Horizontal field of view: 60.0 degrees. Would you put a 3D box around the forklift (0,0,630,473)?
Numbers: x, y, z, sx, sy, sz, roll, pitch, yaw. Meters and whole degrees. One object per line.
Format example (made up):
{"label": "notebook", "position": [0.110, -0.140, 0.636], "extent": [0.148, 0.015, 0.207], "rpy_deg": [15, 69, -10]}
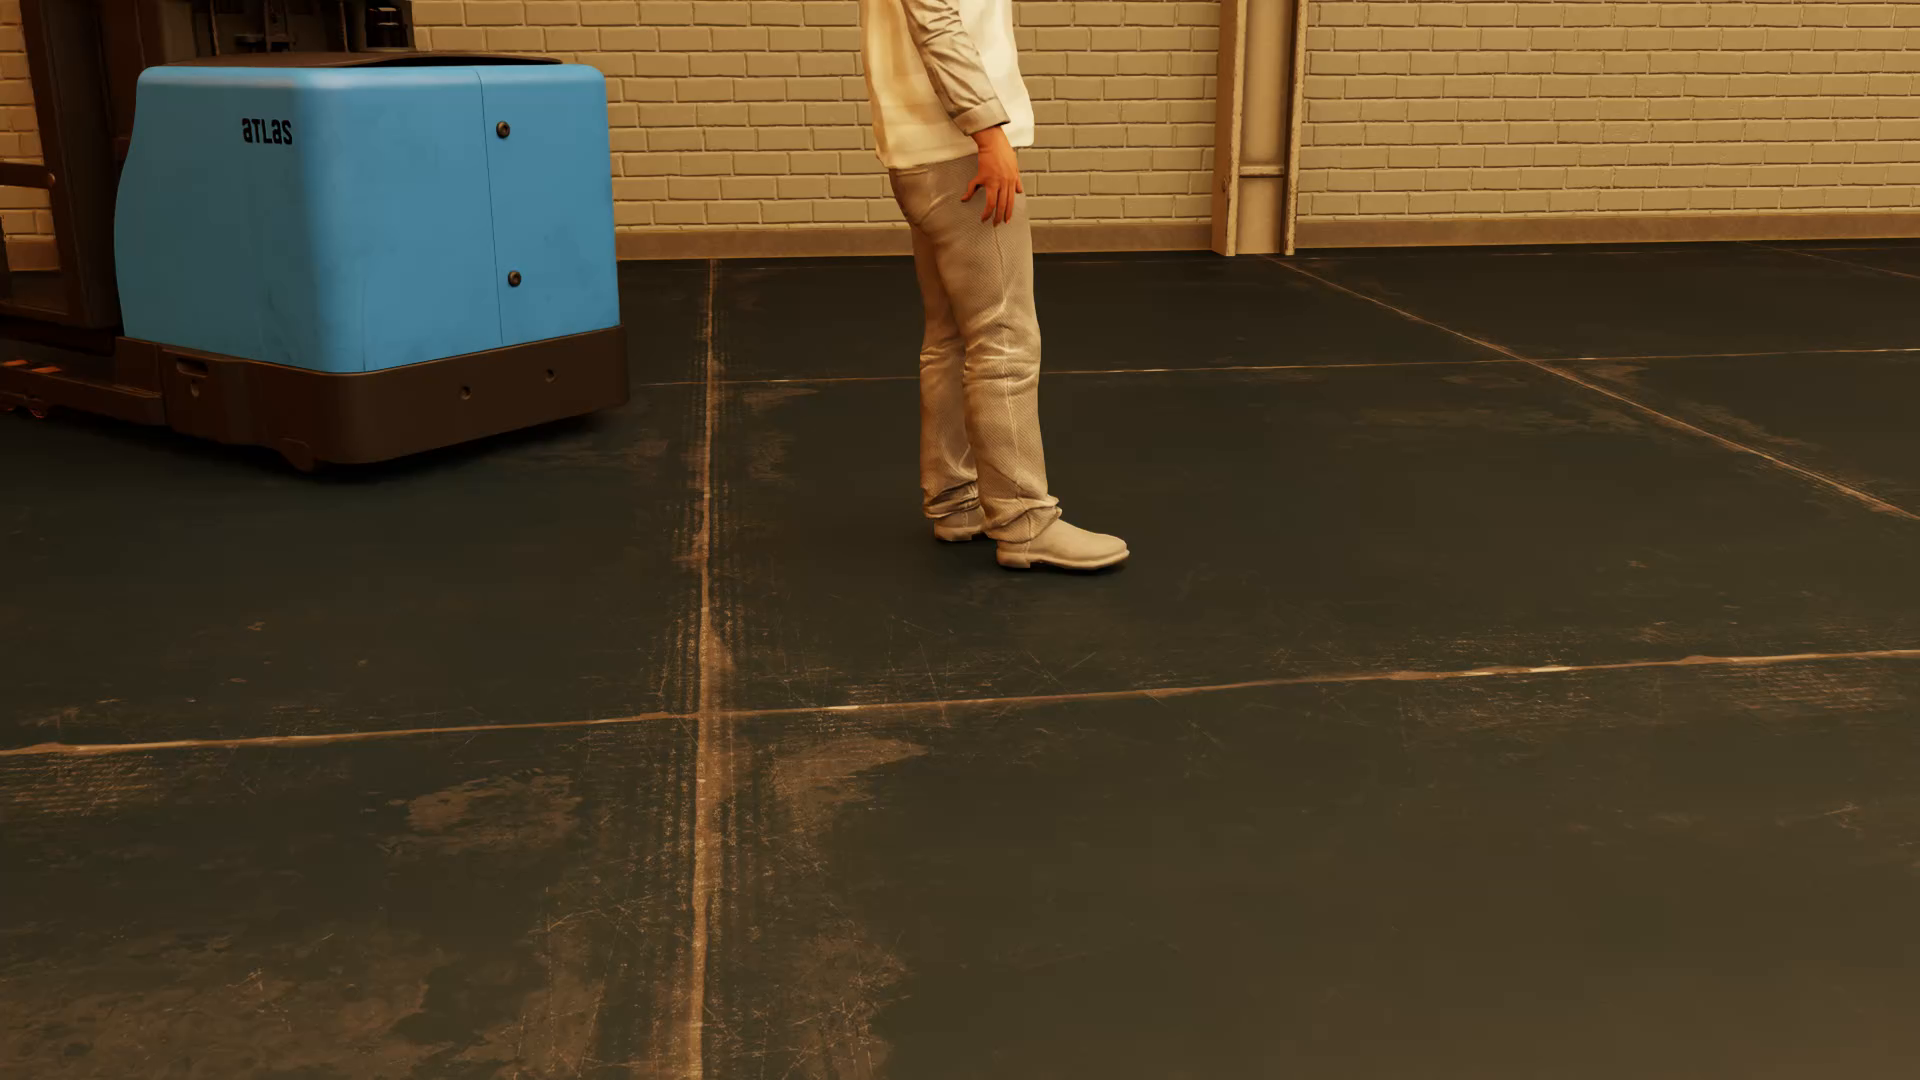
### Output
{"label": "forklift", "position": [-2.519, -1.896, 5.177], "extent": [3.031, 2.935, 1.130], "rpy_deg": [11, 20, 33]}

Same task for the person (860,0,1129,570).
{"label": "person", "position": [0.064, -0.857, 3.710], "extent": [0.565, 1.776, 0.634], "rpy_deg": [-2, 17, -8]}
